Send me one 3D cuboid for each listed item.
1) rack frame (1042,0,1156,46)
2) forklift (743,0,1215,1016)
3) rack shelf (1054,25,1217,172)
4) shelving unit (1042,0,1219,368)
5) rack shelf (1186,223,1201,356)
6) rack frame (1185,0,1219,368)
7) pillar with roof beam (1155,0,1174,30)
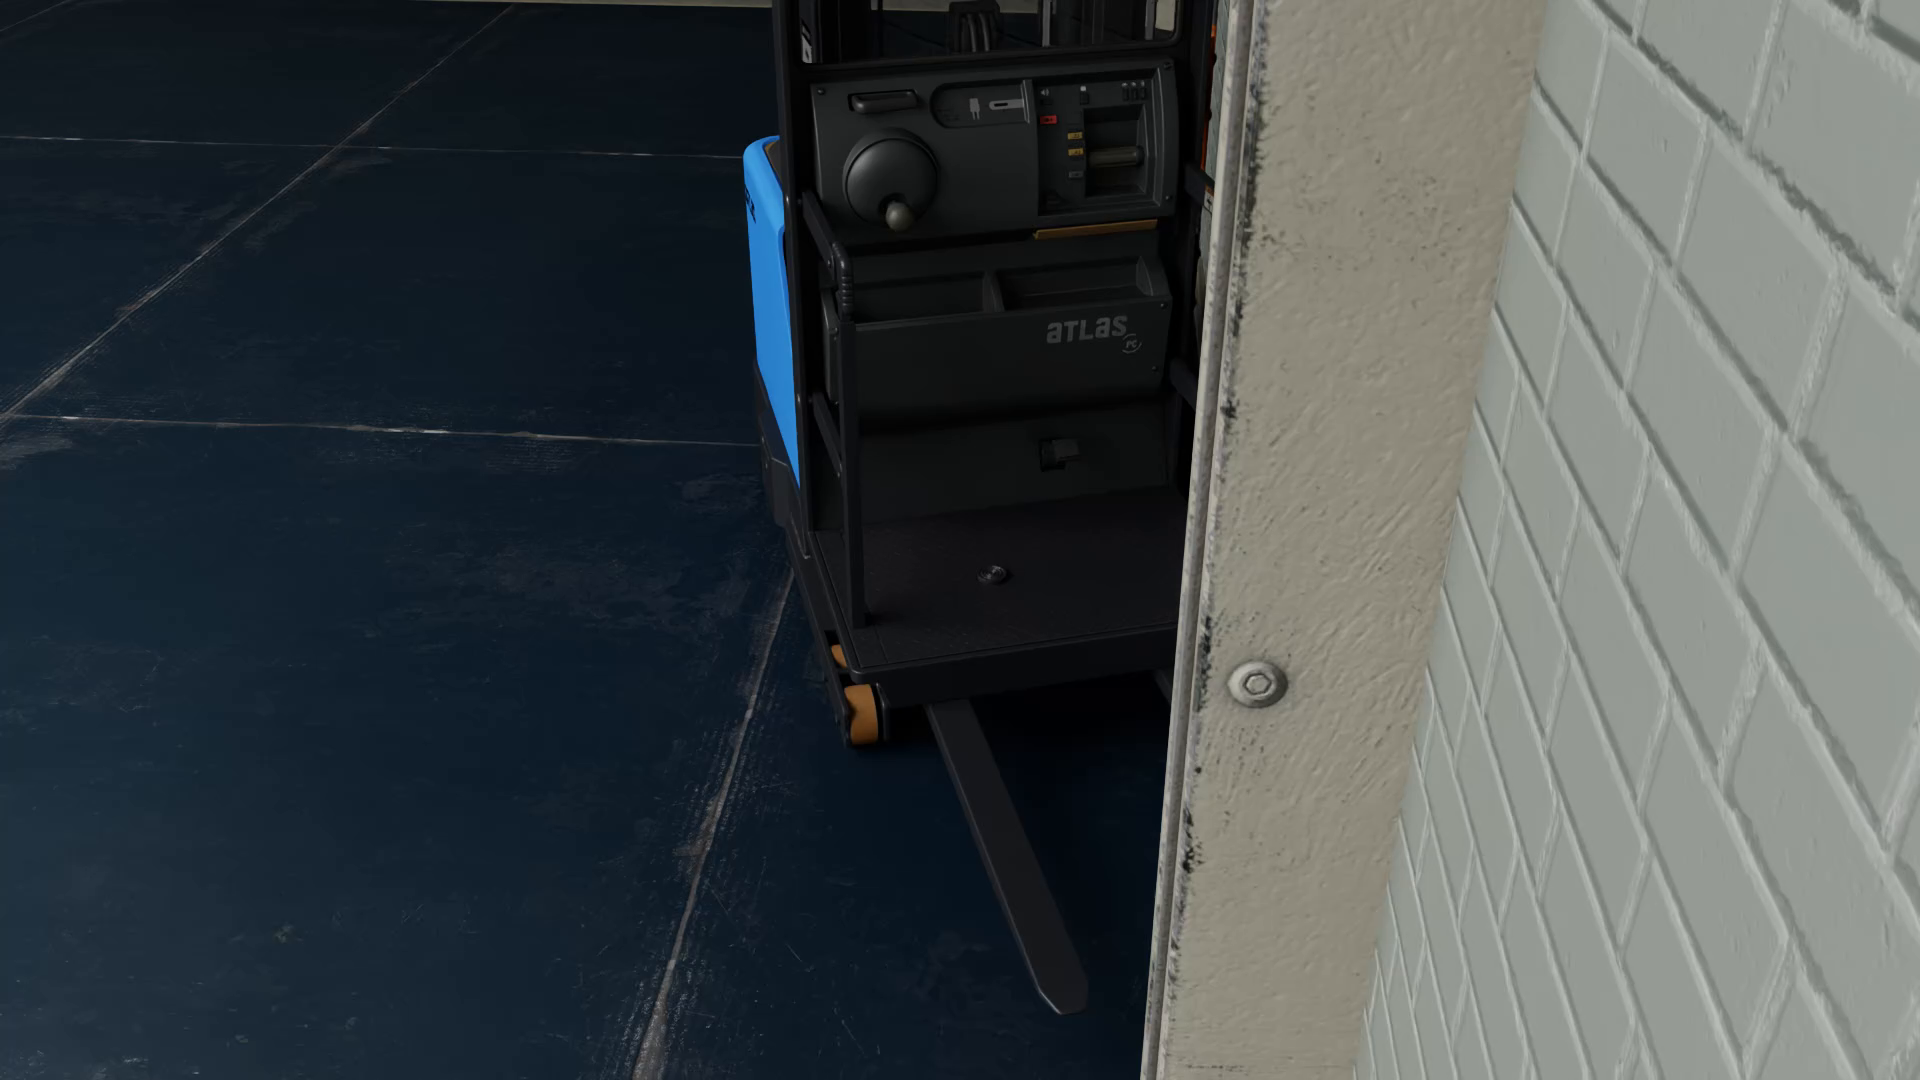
[{"bbox_3d":[0.434,-1.363,5.456,0.400,2.100,0.015,18,36,27],"label":"rack frame"},{"bbox_3d":[0.152,-0.929,3.964,1.130,2.935,3.031,-7,32,-12],"label":"forklift"},{"bbox_3d":[0.562,-1.459,5.640,0.431,0.518,0.480,18,36,27],"label":"rack shelf"},{"bbox_3d":[0.562,-1.471,5.633,0.431,2.100,0.503,18,36,27],"label":"shelving unit"},{"bbox_3d":[0.560,-0.862,6.005,0.431,0.518,0.480,18,36,27],"label":"rack shelf"},{"bbox_3d":[0.690,-1.579,5.811,0.400,2.100,0.015,18,36,27],"label":"rack frame"},{"bbox_3d":[-3.314,-5.853,6.170,9.100,9.000,0.400,2,32,4],"label":"pillar with roof beam"}]
